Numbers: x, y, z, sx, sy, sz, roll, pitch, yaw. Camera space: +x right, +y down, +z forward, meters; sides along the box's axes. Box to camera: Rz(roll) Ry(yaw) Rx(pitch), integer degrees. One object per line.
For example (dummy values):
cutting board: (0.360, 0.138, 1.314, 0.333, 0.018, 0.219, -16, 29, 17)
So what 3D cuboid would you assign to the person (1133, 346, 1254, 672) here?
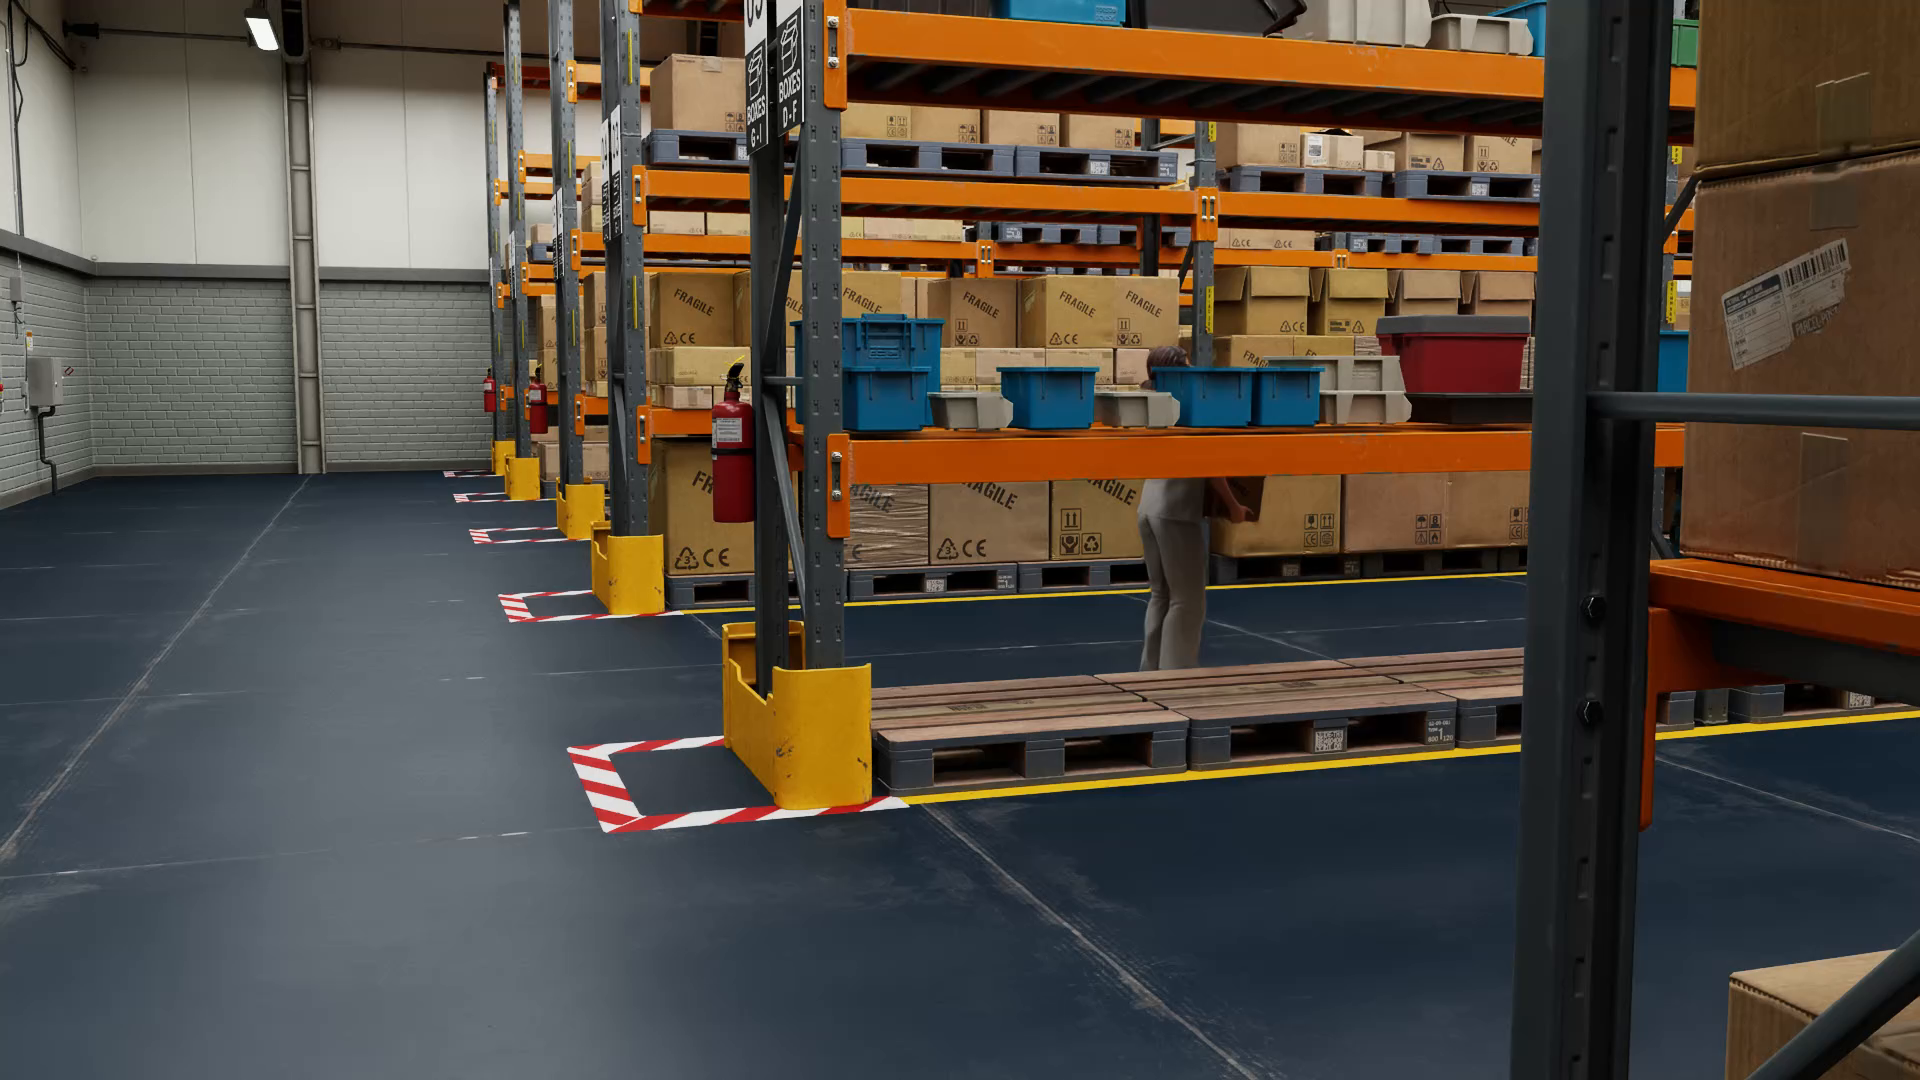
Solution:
person: (1.050, -0.066, 7.739, 0.558, 1.664, 0.436, -2, 6, -18)
